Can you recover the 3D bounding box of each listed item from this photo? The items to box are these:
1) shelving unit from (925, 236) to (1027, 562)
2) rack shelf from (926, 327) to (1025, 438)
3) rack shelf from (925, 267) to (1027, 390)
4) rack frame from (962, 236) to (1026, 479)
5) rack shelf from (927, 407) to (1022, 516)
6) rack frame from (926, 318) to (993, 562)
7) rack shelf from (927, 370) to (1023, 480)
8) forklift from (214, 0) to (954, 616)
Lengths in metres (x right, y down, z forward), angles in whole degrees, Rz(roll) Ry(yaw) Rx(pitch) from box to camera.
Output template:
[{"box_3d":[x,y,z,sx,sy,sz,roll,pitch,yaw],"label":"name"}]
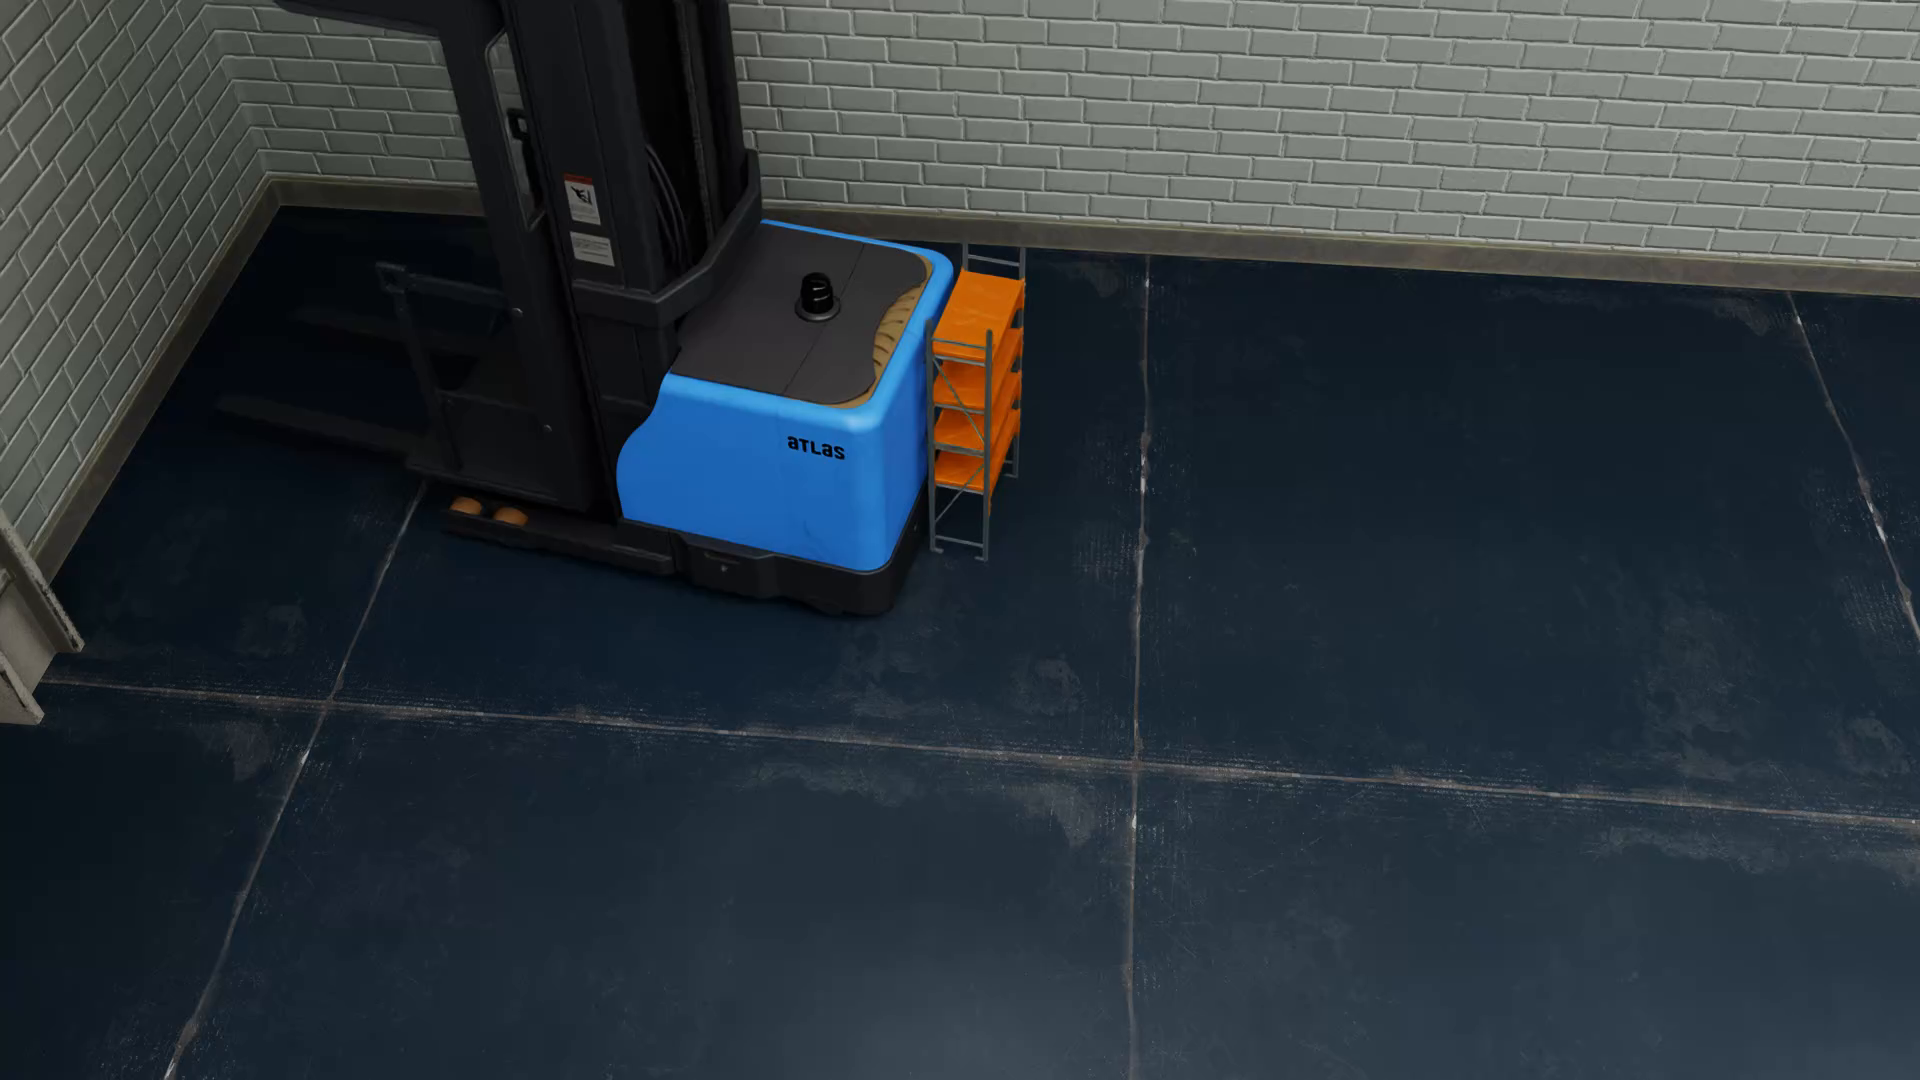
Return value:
[{"box_3d":[0.061,-0.518,6.411,0.258,1.200,0.503,11,49,10],"label":"shelving unit"},{"box_3d":[0.061,-0.624,6.295,0.258,0.148,0.480,11,49,10],"label":"rack shelf"},{"box_3d":[0.061,-0.783,6.121,0.258,0.148,0.480,11,49,10],"label":"rack shelf"},{"box_3d":[0.126,-0.692,6.569,0.240,1.200,0.015,11,49,10],"label":"rack frame"},{"box_3d":[0.061,-0.339,6.607,0.258,0.148,0.480,11,49,10],"label":"rack shelf"},{"box_3d":[-0.003,-0.344,6.252,0.240,1.200,0.015,11,49,10],"label":"rack frame"},{"box_3d":[0.061,-0.473,6.460,0.258,0.148,0.480,11,49,10],"label":"rack shelf"},{"box_3d":[-1.584,-1.322,5.973,3.031,2.935,1.130,12,49,11],"label":"forklift"}]
